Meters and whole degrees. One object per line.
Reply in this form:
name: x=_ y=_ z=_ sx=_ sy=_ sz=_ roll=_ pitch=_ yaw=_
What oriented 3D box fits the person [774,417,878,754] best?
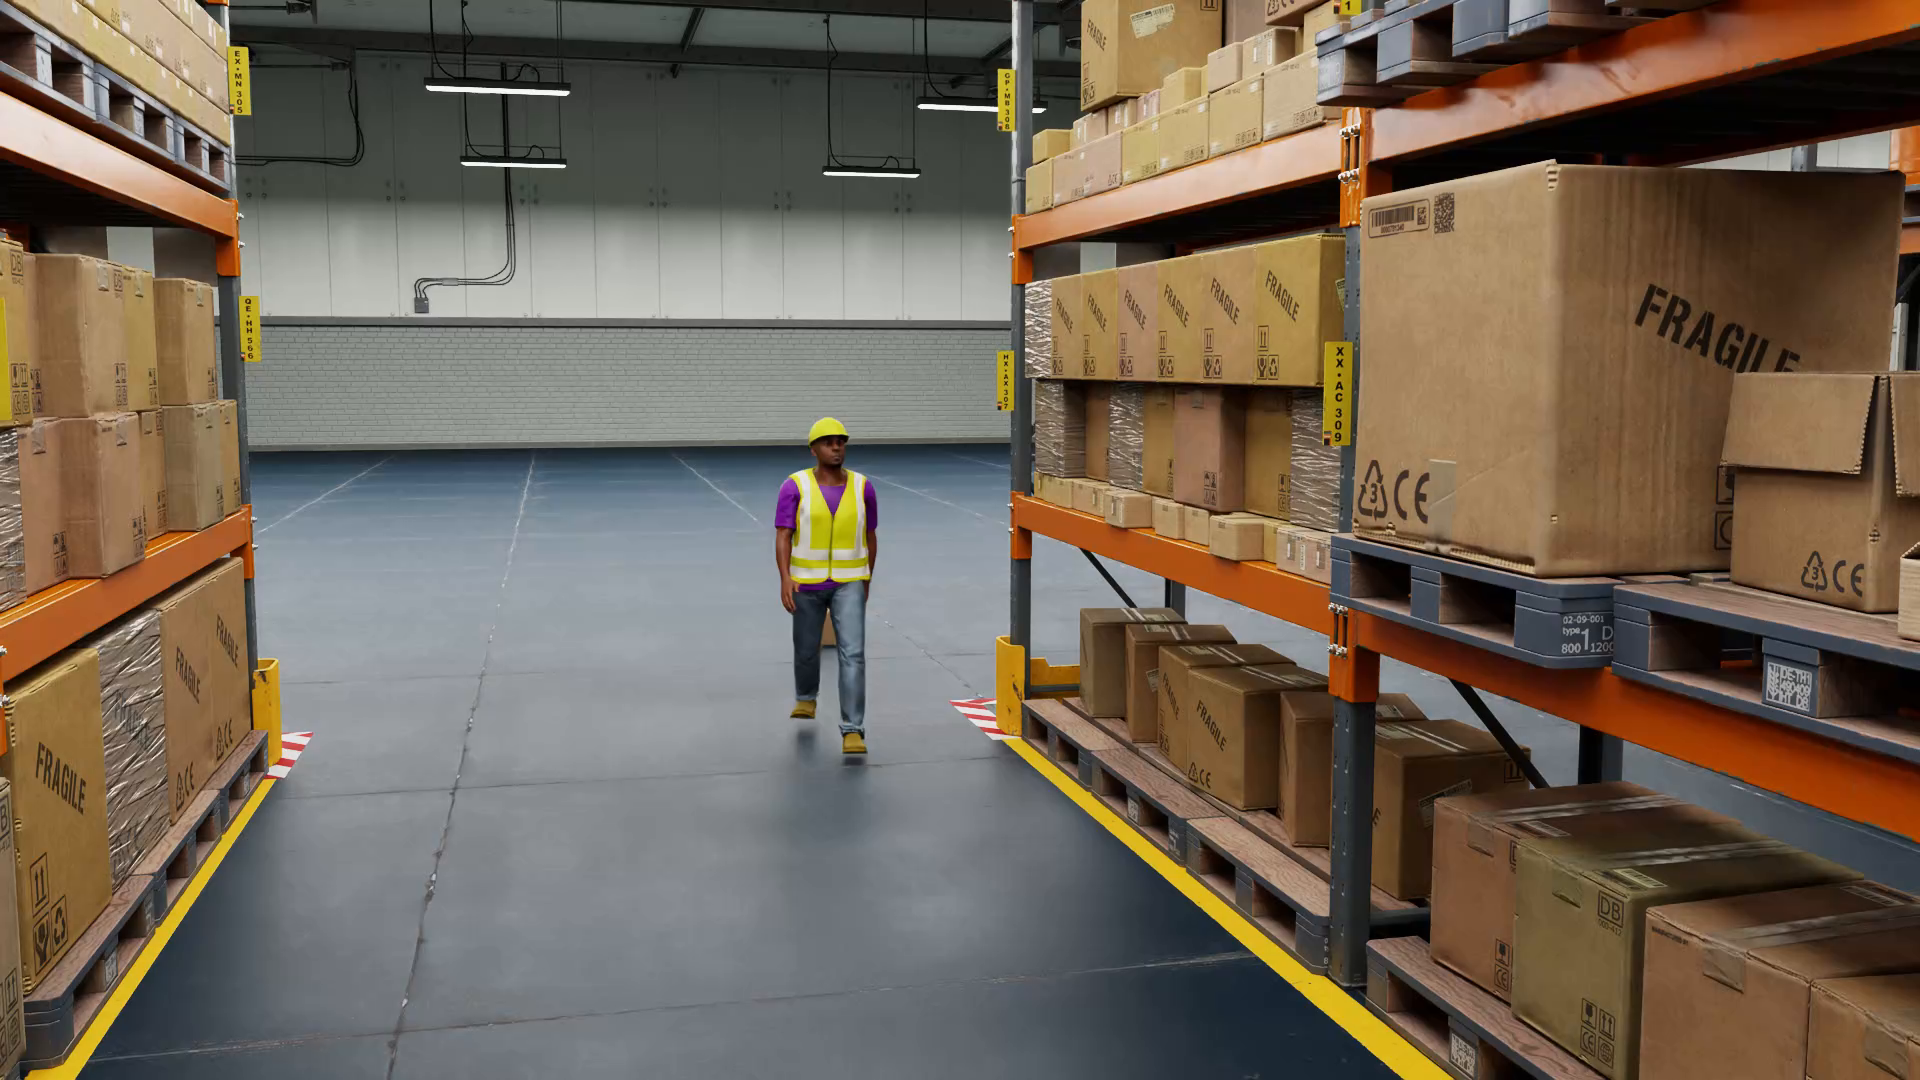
person: x=-0.700 y=0.218 z=8.789 sx=0.552 sy=1.727 sz=1.039 roll=-1 pitch=6 yaw=-7
